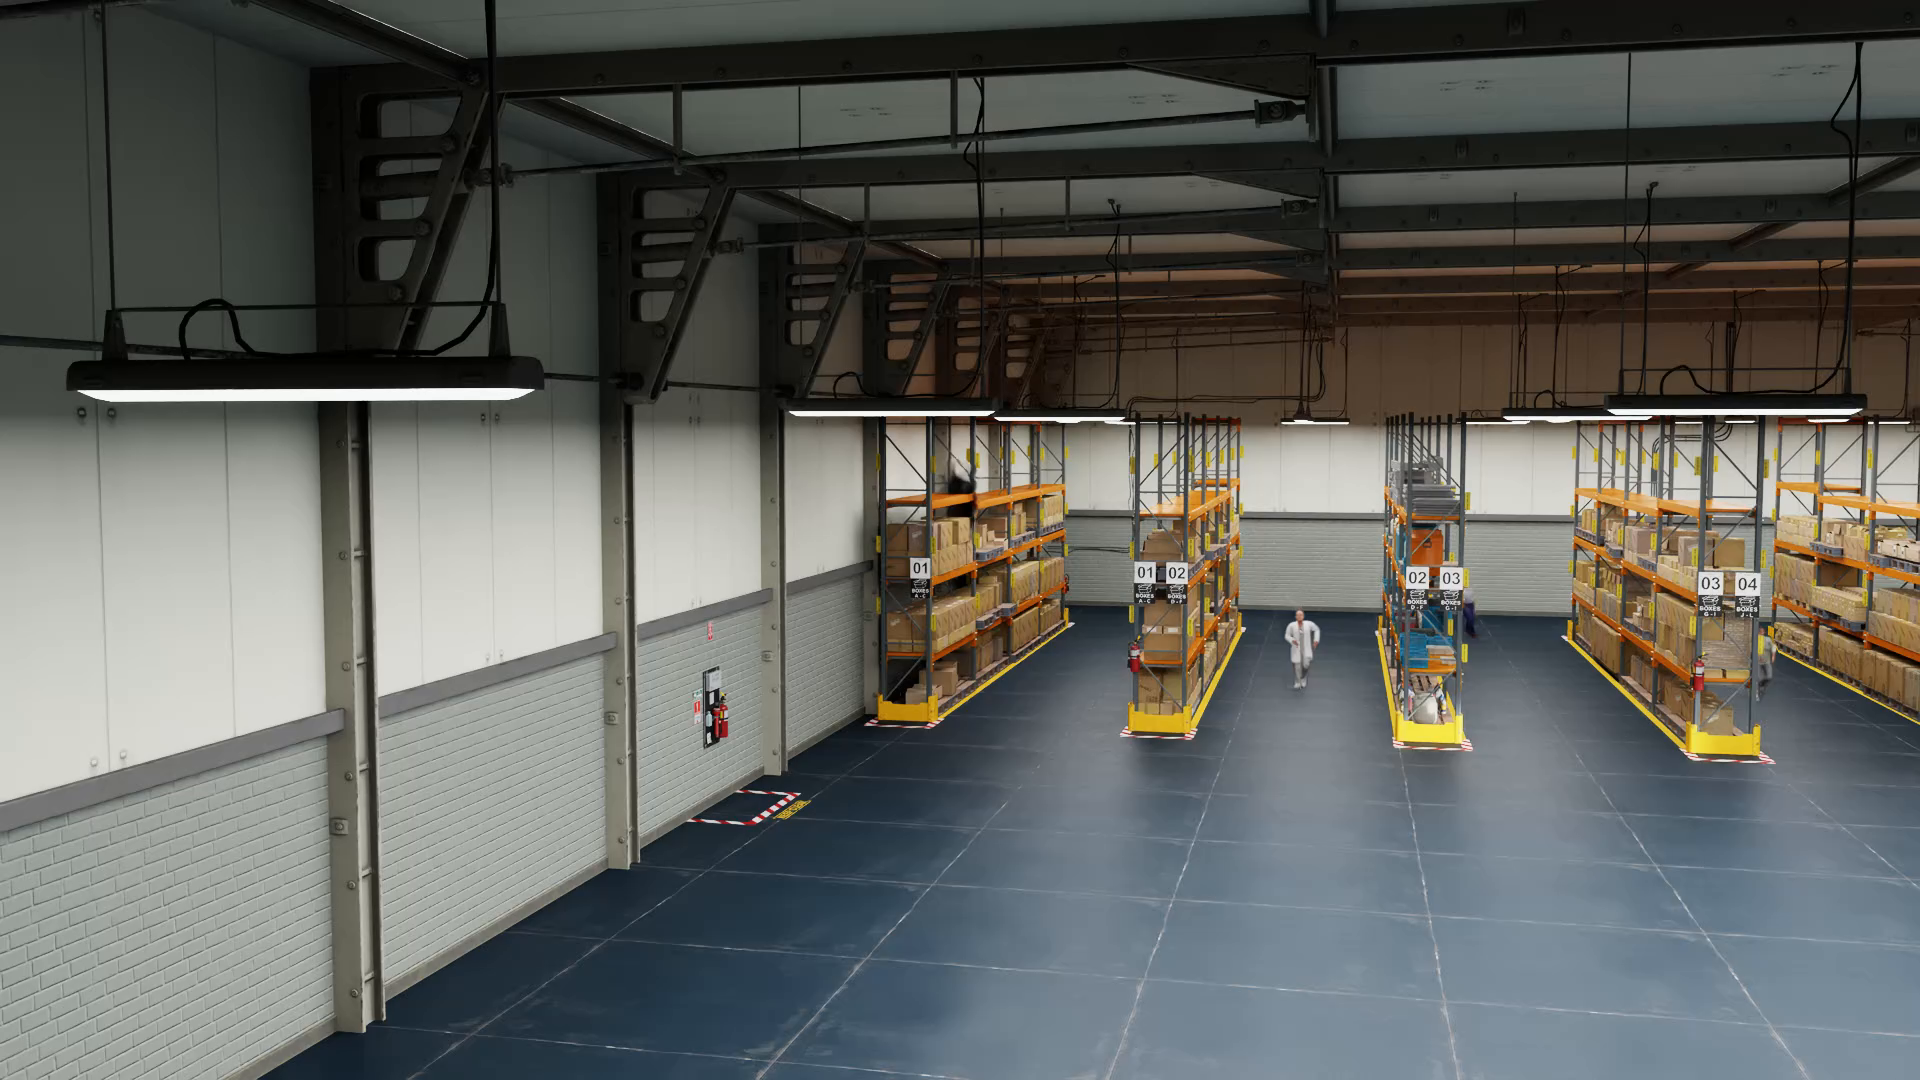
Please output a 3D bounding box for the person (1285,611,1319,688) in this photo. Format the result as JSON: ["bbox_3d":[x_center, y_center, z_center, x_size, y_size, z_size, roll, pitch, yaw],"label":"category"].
[{"bbox_3d":[7.436,2.398,36.169,0.735,1.732,0.820,1,4,12],"label":"person"}]

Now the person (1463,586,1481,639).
[{"bbox_3d":[13.812,1.851,45.249,0.661,1.632,0.833,-1,4,-14],"label":"person"}]

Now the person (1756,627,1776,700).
[{"bbox_3d":[16.806,2.601,34.797,0.568,1.544,0.644,1,4,10],"label":"person"}]
